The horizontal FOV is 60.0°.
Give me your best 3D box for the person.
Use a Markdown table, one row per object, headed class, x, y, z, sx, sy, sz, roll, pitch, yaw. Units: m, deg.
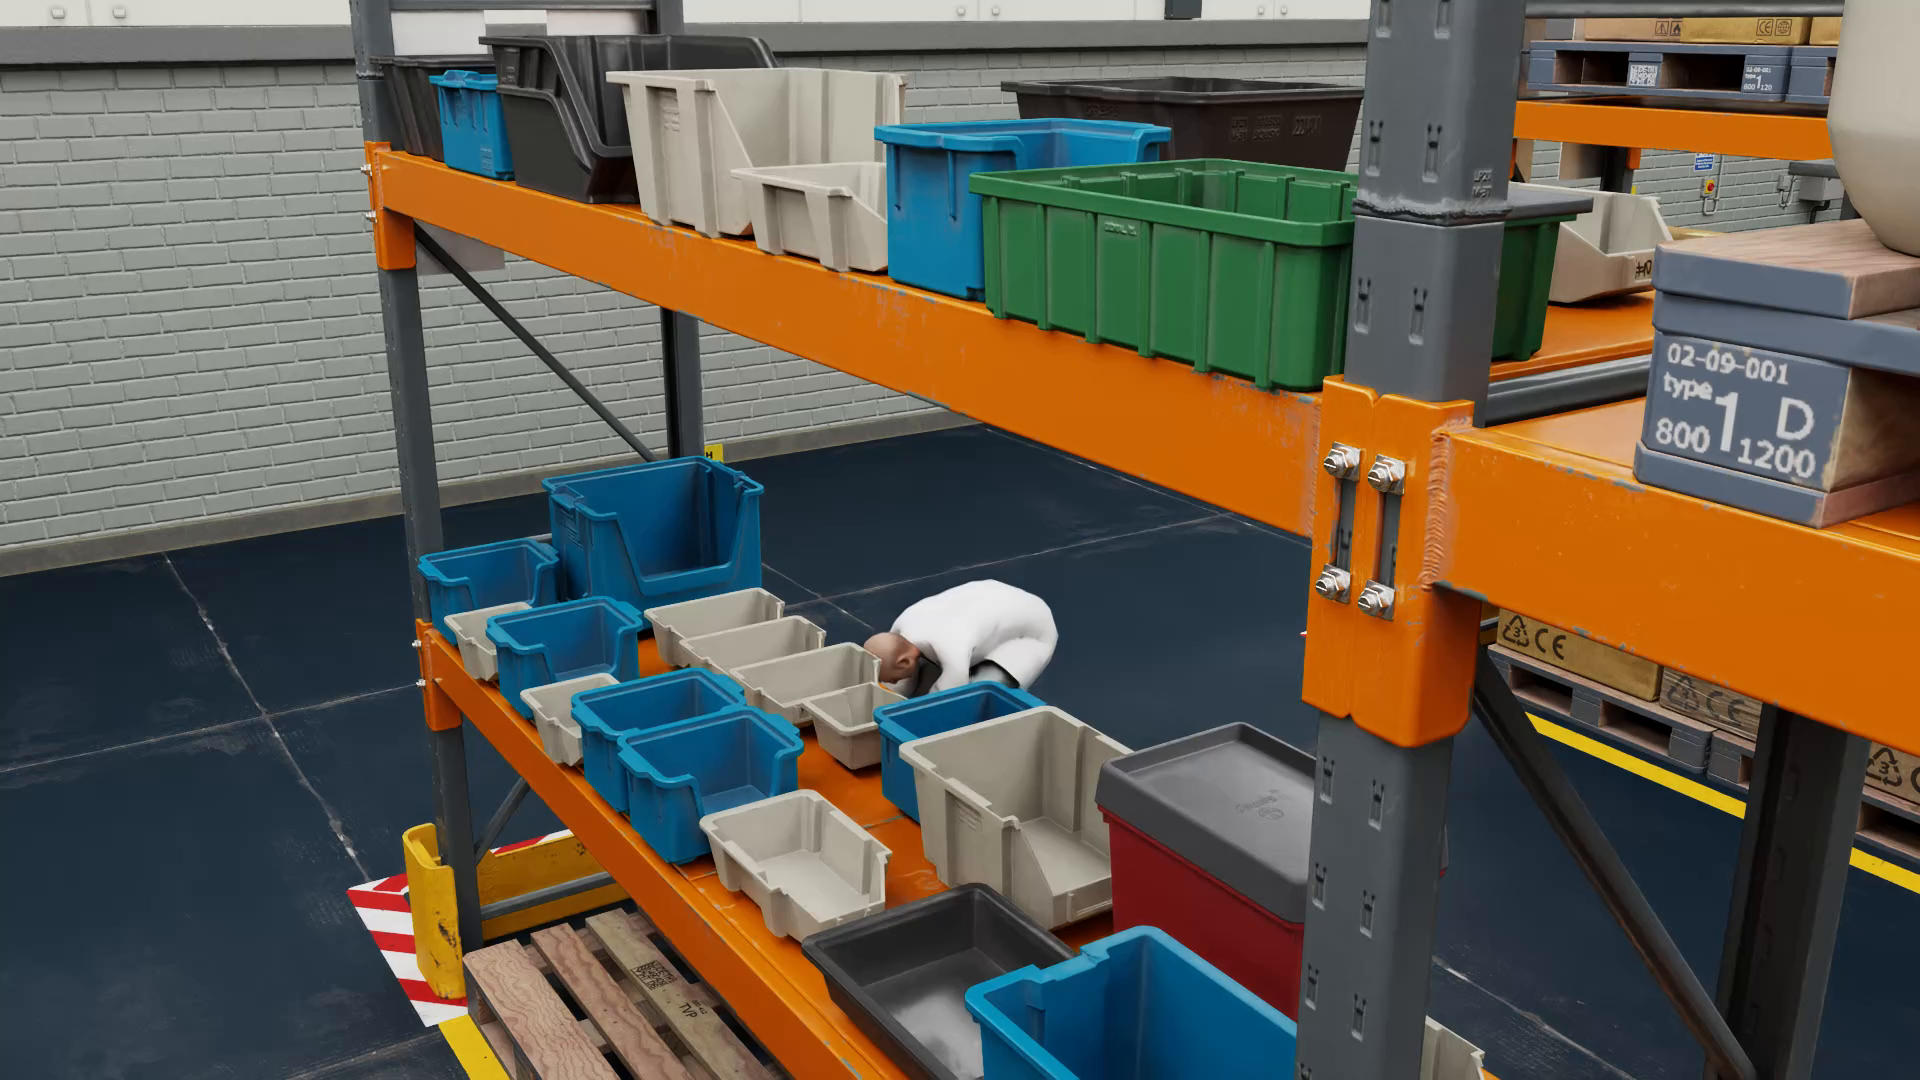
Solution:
| class | x | y | z | sx | sy | sz | roll | pitch | yaw |
| --- | --- | --- | --- | --- | --- | --- | --- | --- | --- |
| person | -0.009 | 0.644 | 7.124 | 0.954 | 0.868 | 0.585 | -12 | 21 | -33 |
